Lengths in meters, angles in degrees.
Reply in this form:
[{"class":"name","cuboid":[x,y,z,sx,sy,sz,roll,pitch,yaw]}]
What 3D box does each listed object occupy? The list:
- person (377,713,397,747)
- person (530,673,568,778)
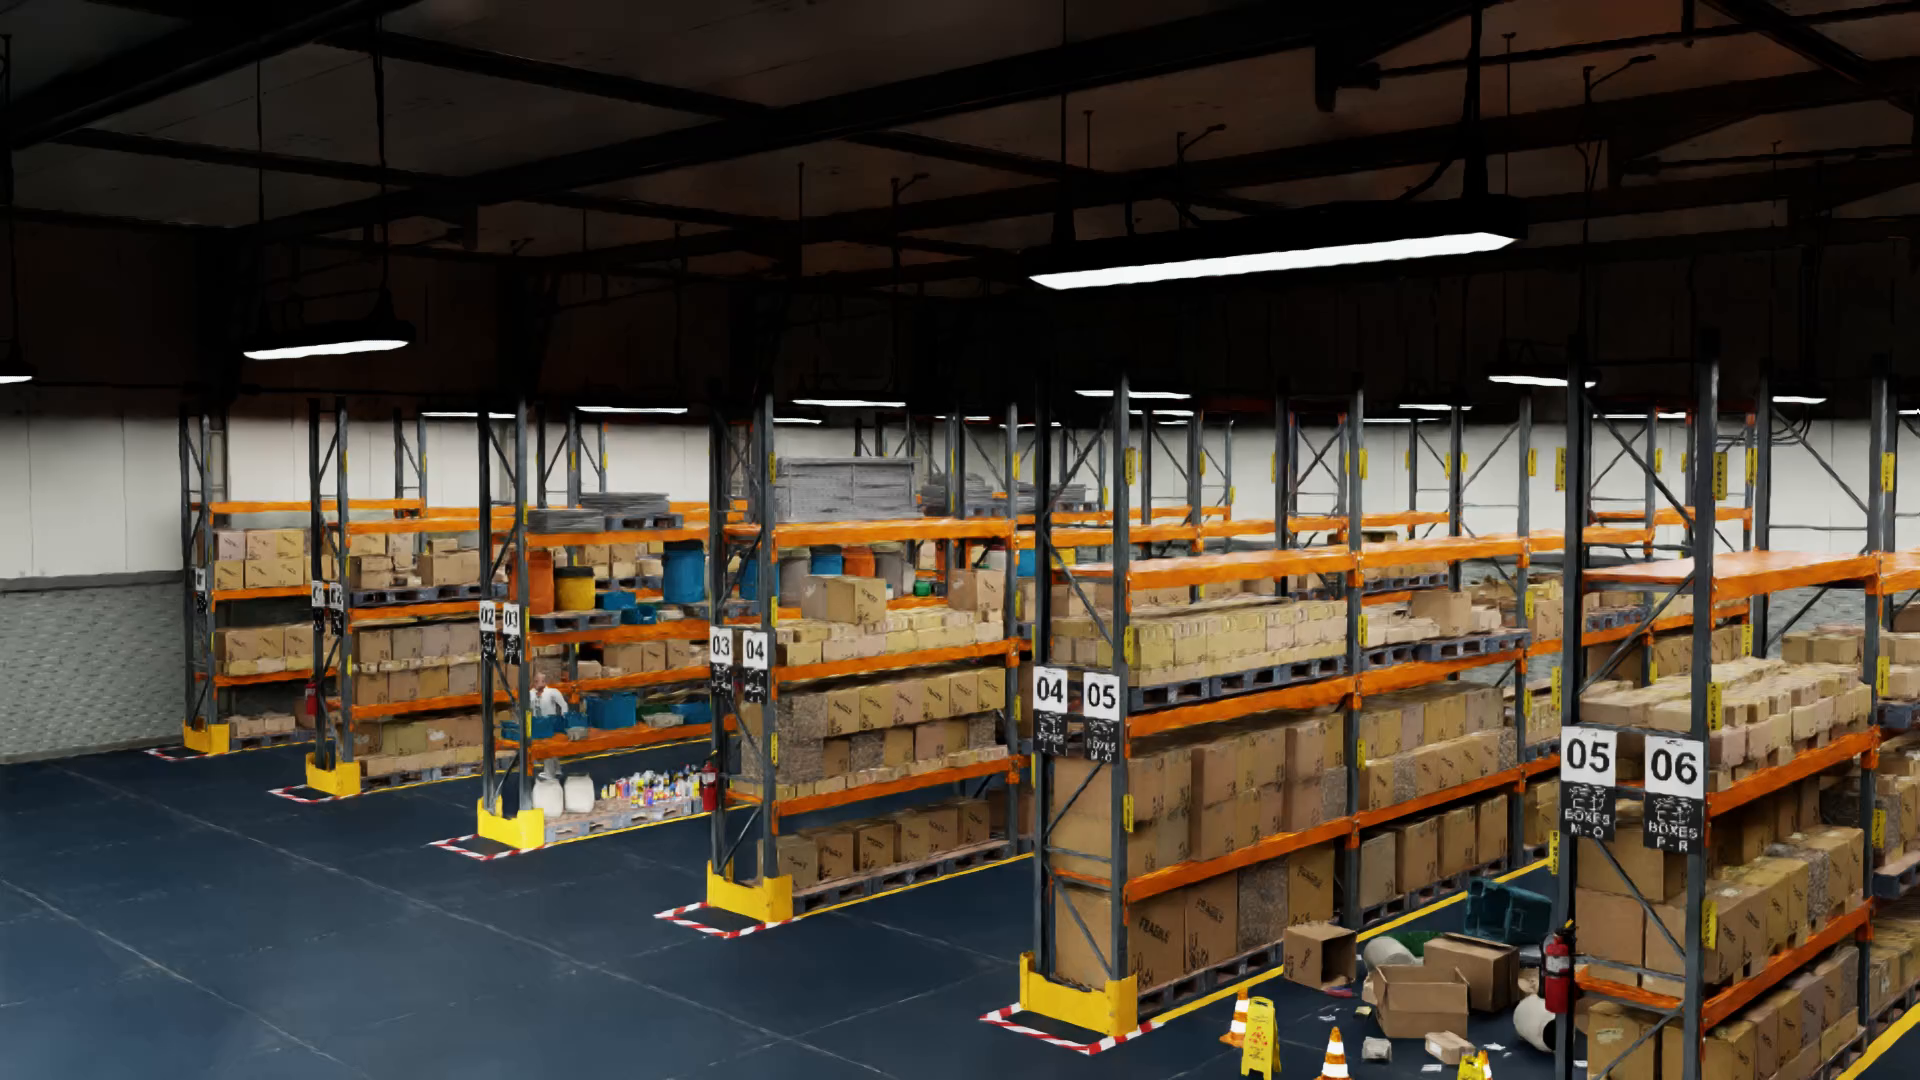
[{"class":"person","cuboid":[-9.610,2.846,27.794,1.126,1.675,0.542,-3,4,-44]},{"class":"person","cuboid":[-6.473,2.925,26.074,0.736,1.715,0.896,2,3,28]}]
